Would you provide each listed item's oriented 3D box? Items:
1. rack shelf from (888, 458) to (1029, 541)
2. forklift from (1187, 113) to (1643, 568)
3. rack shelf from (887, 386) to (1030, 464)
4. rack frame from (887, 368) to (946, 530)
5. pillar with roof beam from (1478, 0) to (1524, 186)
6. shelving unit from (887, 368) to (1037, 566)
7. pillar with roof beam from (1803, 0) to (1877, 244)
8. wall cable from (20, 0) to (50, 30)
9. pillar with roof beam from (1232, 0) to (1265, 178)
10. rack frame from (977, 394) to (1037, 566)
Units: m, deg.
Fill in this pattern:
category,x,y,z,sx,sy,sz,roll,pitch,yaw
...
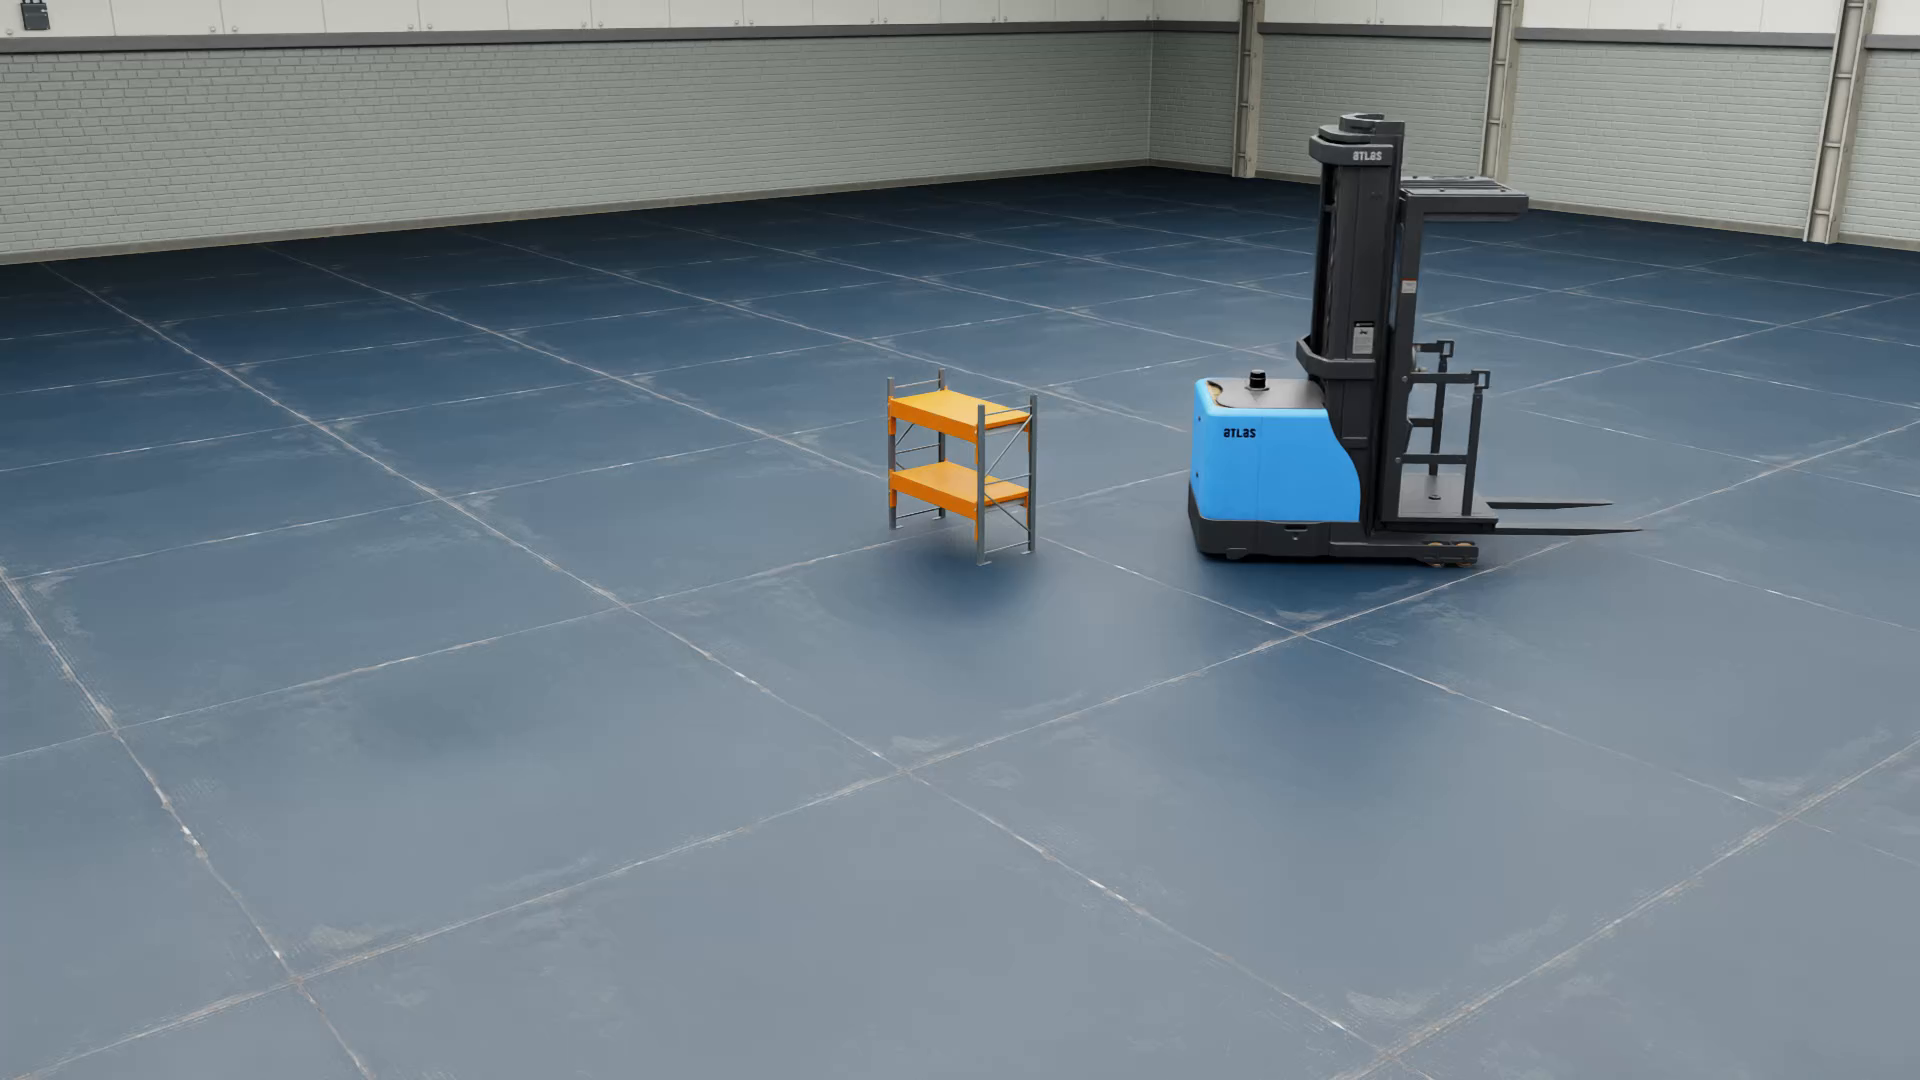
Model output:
category,x,y,z,sx,sy,sz,roll,pitch,yaw
rack shelf,0.004,-0.300,11.758,0.538,0.278,1.000,-14,23,-36
forklift,3.172,-1.376,11.355,3.031,2.935,1.130,1,18,2
rack shelf,0.004,-0.810,11.589,0.538,0.278,1.000,-14,23,-36
rack frame,-0.311,-0.658,12.059,0.500,1.125,0.032,-14,23,-36
pillar with roof beam,6.293,-9.556,26.406,9.100,9.000,0.400,-14,23,-36
shelving unit,0.004,-0.532,11.681,0.538,1.125,1.048,-14,23,-36
pillar with roof beam,10.018,-8.078,21.942,9.100,9.000,0.400,-14,23,-36
wall cable,-12.091,-10.174,22.863,2.305,6.003,0.169,-14,23,-36
pillar with roof beam,2.568,-11.035,30.871,9.100,9.000,0.400,-14,23,-36
rack frame,0.320,-0.407,11.302,0.500,1.125,0.032,-14,23,-36
